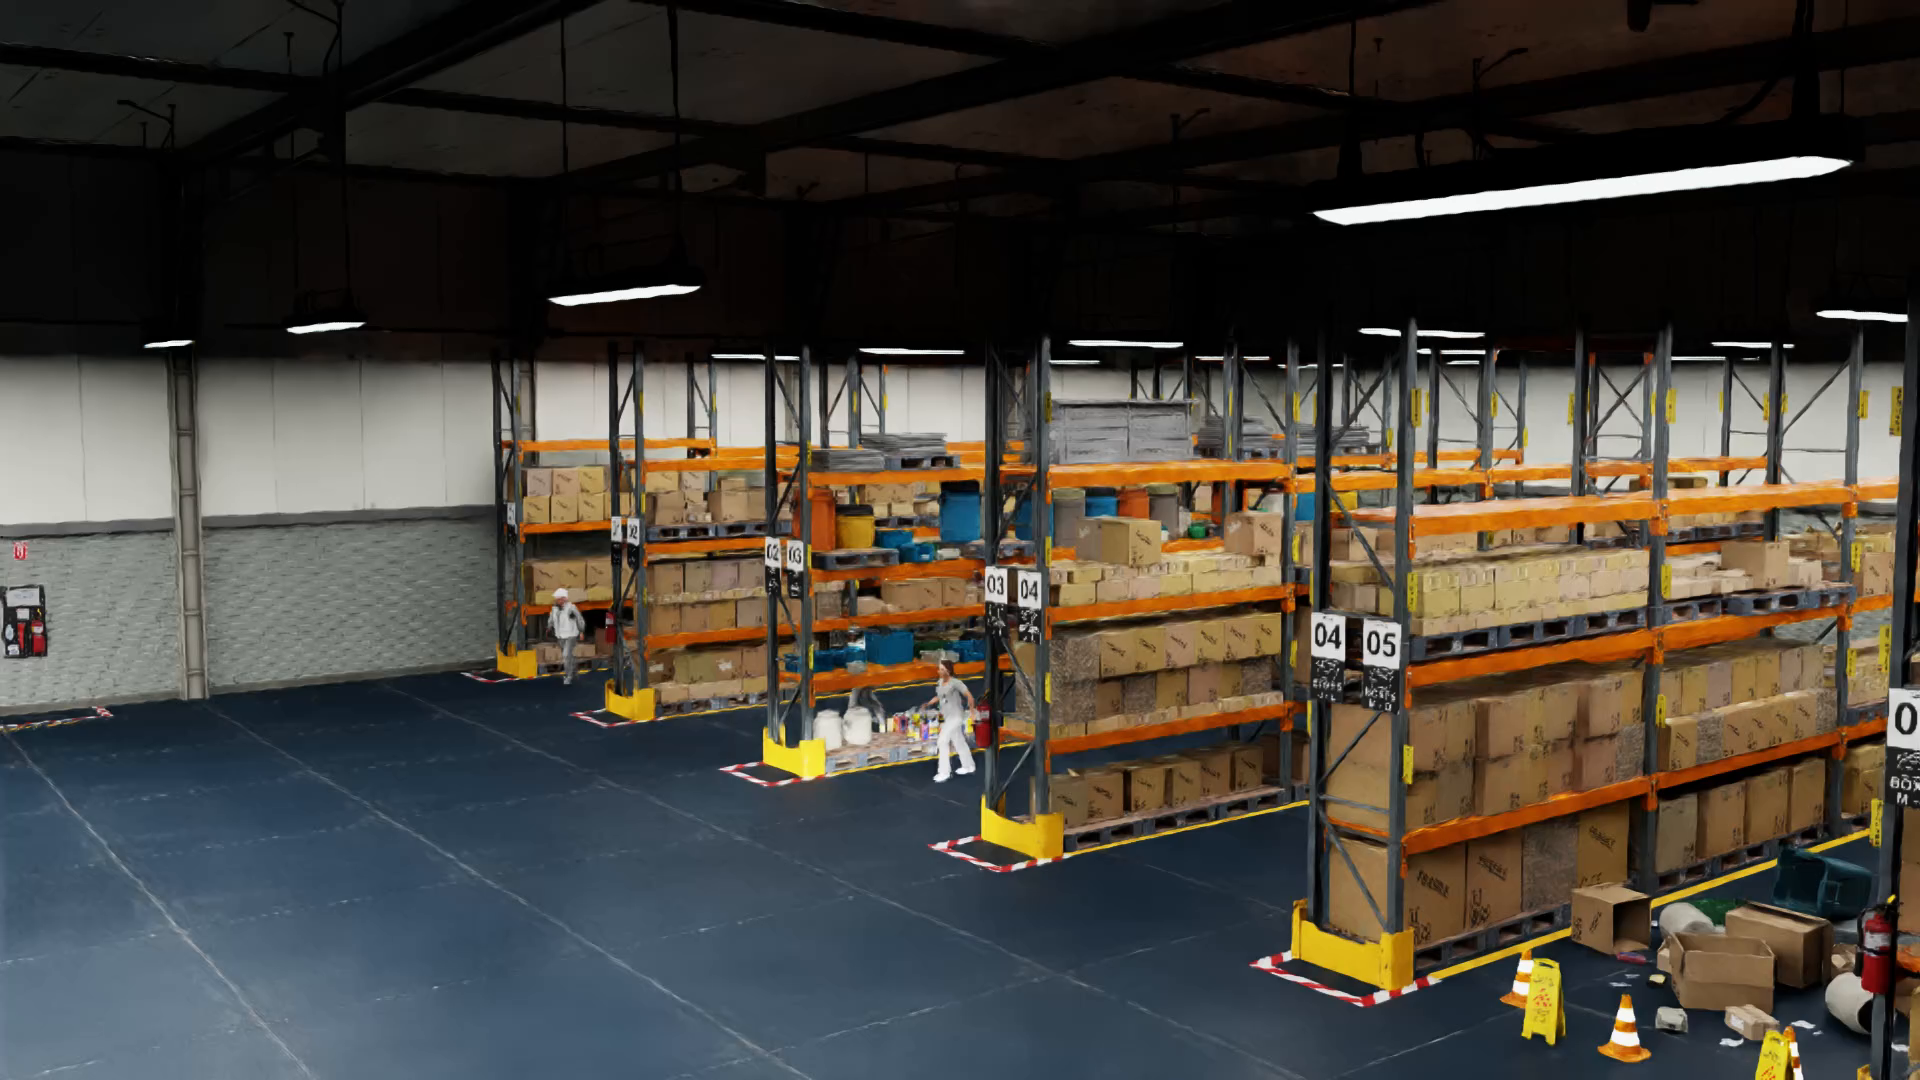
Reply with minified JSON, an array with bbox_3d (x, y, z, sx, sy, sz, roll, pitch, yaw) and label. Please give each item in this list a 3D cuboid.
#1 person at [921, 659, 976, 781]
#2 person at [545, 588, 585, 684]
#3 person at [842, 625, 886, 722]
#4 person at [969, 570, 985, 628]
[{"bbox_3d":[-0.107,2.394,22.434,0.820,1.600,0.589,-3,6,-32],"label":"person"},{"bbox_3d":[-7.025,1.694,29.711,0.676,1.717,0.780,3,6,32],"label":"person"},{"bbox_3d":[-1.579,2.092,25.774,1.088,1.589,0.456,-3,6,-34],"label":"person"},{"bbox_3d":[0.430,1.379,34.262,0.947,1.539,0.432,-4,6,-38],"label":"person"}]
